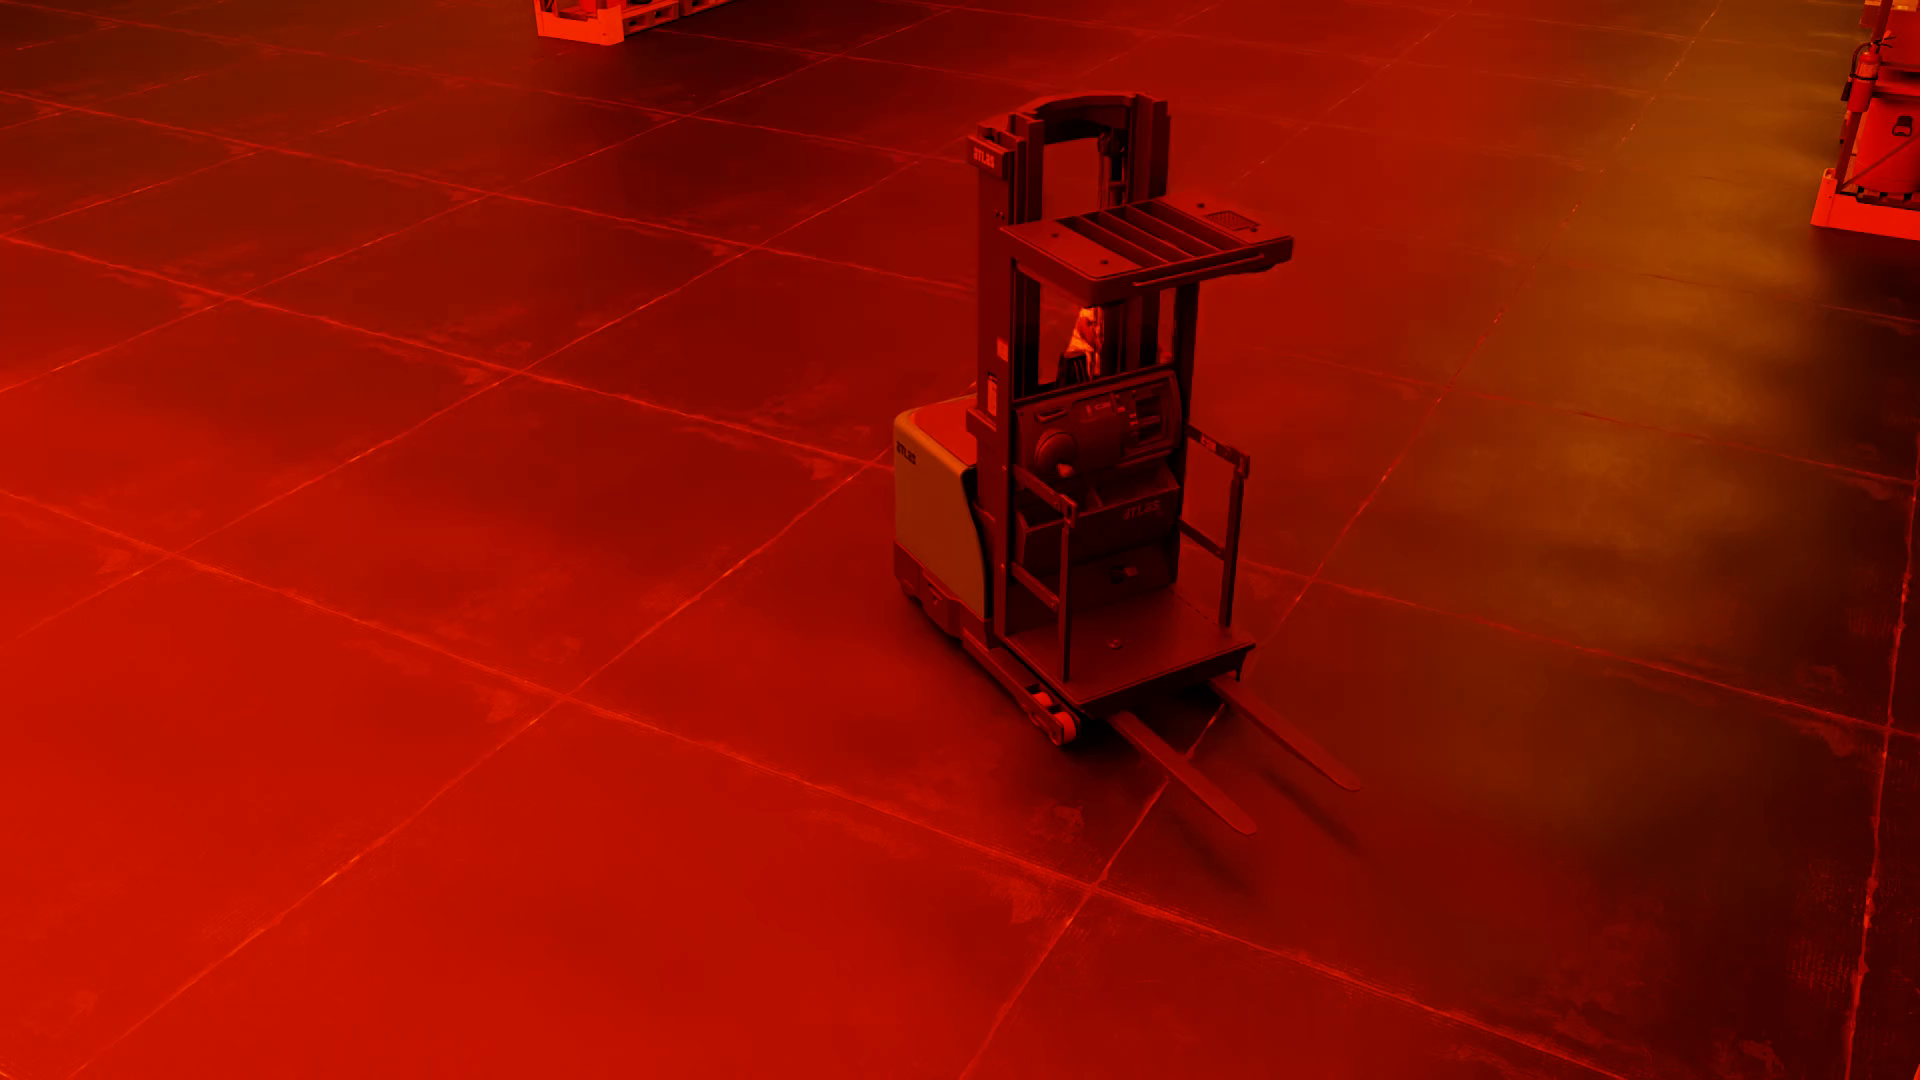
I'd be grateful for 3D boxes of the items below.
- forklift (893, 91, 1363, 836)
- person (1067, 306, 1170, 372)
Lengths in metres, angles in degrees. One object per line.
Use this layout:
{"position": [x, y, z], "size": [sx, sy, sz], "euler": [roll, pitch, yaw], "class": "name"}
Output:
{"position": [0.795, -0.515, 7.963], "size": [1.130, 2.935, 3.031], "euler": [-16, 34, -26], "class": "forklift"}
{"position": [1.023, -1.153, 10.631], "size": [0.676, 1.471, 0.844], "euler": [10, 31, 16], "class": "person"}
